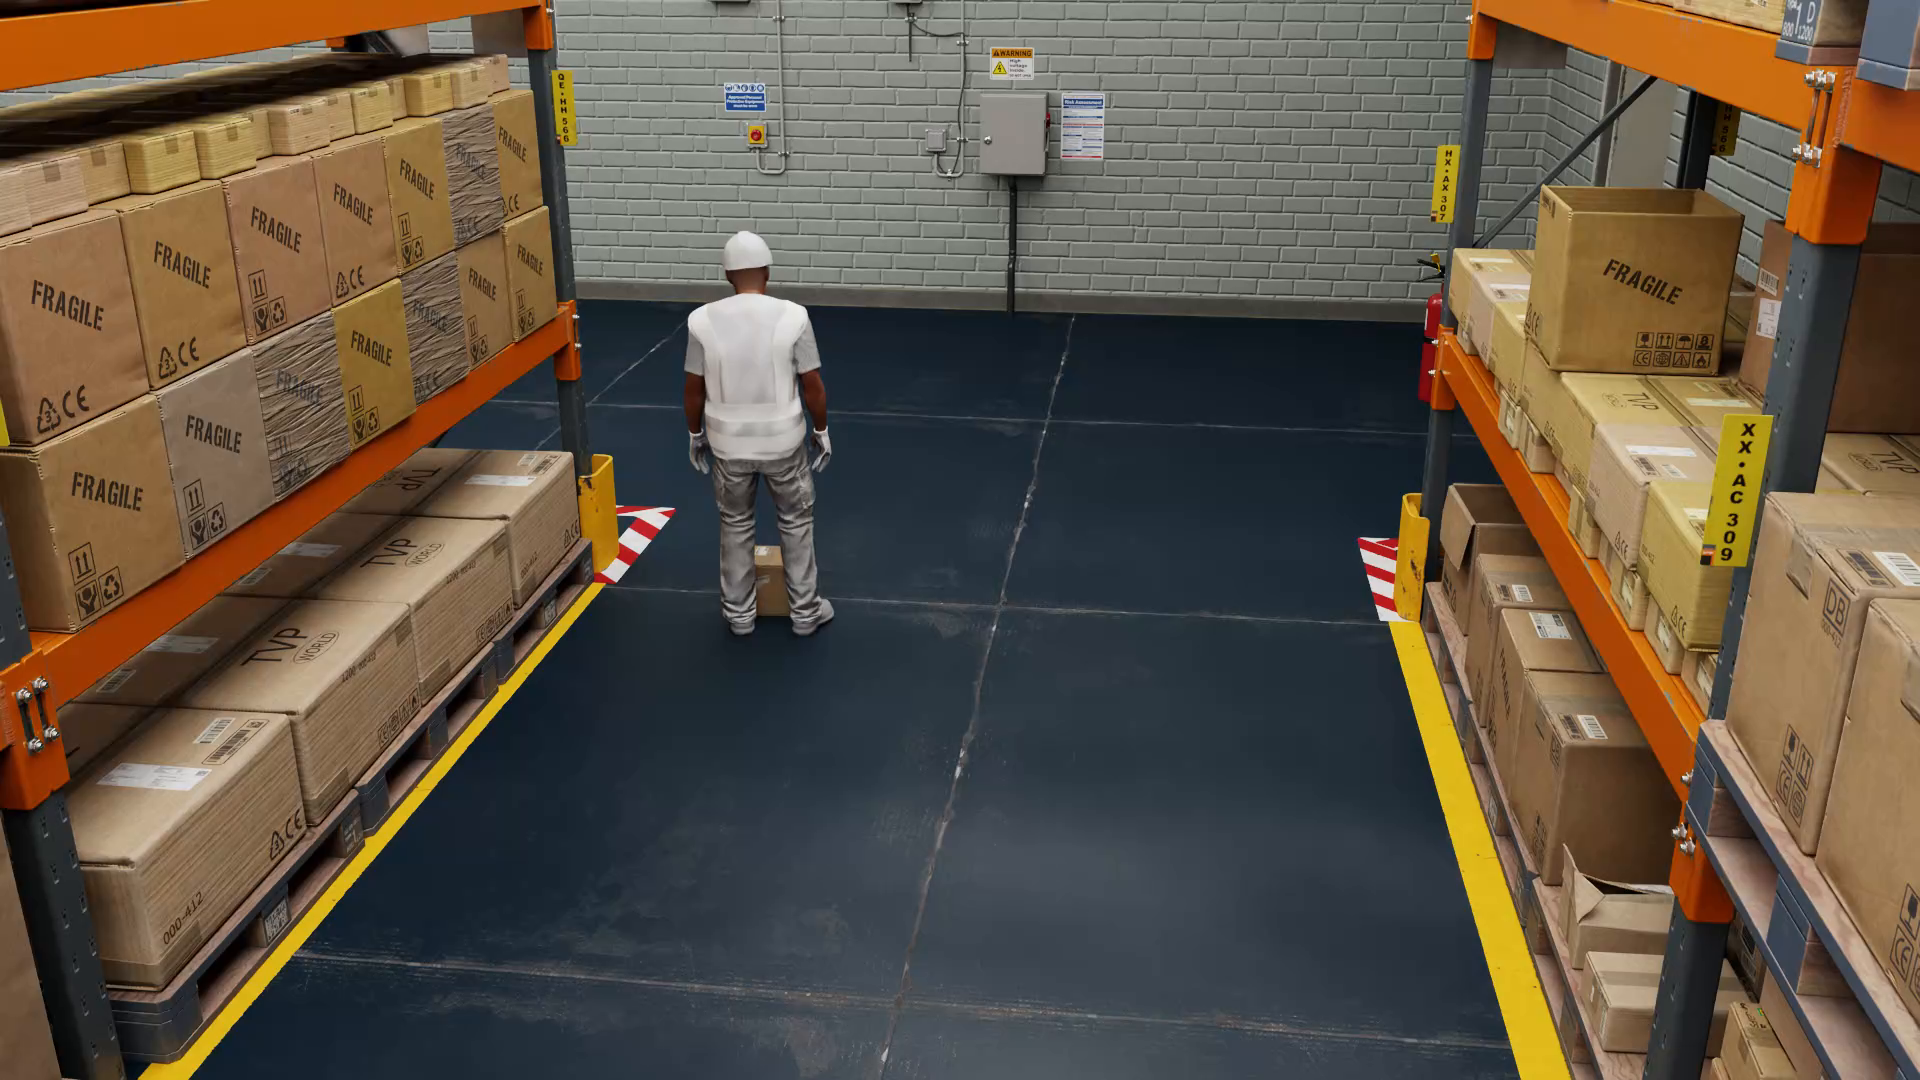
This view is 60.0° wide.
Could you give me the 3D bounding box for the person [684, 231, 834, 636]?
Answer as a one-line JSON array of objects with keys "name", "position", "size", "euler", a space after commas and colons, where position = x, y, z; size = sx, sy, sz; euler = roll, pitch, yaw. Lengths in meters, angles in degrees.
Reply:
[{"name": "person", "position": [-0.870, -0.439, 7.214], "size": [0.619, 1.772, 0.450], "euler": [1, 21, 1]}]
